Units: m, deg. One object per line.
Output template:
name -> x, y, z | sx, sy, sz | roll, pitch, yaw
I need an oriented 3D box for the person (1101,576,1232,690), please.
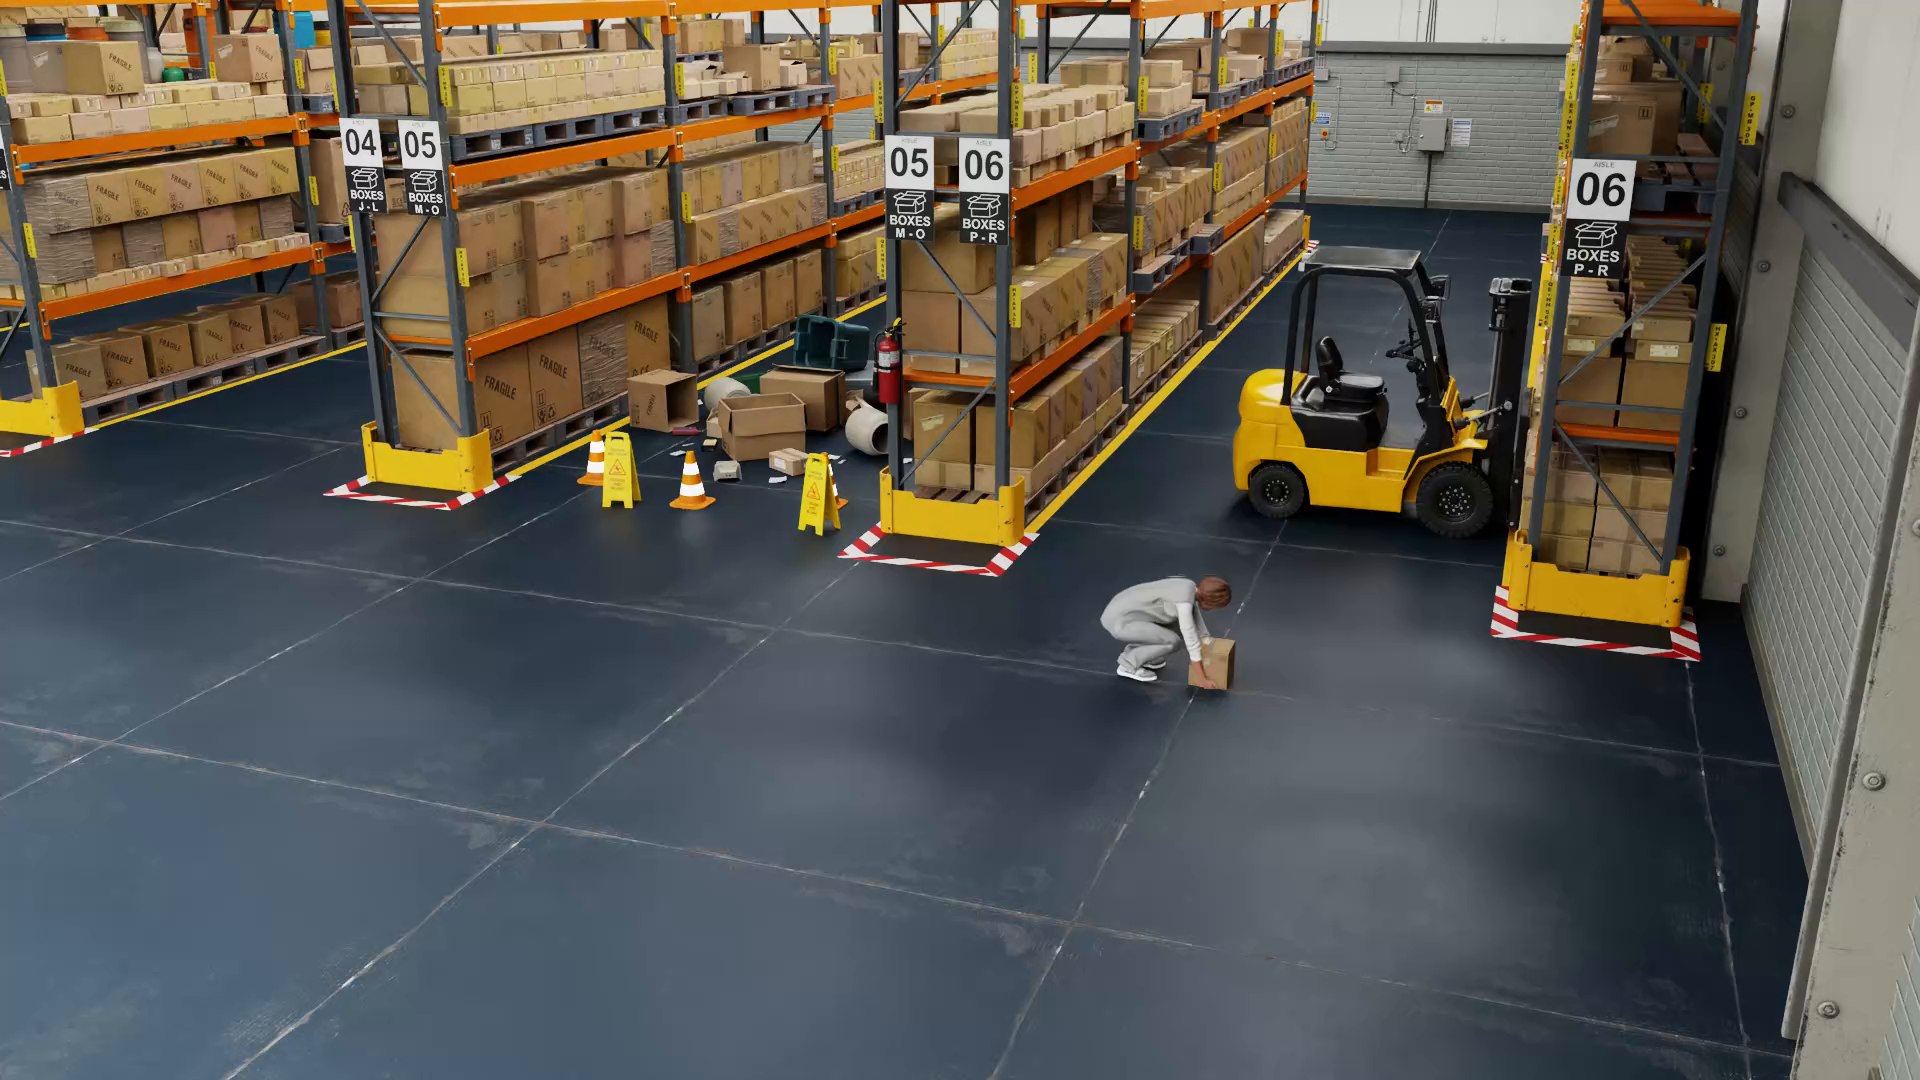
person -> 1.336, 0.583, 10.858 | 0.830, 0.763, 0.435 | 6, 20, 18
